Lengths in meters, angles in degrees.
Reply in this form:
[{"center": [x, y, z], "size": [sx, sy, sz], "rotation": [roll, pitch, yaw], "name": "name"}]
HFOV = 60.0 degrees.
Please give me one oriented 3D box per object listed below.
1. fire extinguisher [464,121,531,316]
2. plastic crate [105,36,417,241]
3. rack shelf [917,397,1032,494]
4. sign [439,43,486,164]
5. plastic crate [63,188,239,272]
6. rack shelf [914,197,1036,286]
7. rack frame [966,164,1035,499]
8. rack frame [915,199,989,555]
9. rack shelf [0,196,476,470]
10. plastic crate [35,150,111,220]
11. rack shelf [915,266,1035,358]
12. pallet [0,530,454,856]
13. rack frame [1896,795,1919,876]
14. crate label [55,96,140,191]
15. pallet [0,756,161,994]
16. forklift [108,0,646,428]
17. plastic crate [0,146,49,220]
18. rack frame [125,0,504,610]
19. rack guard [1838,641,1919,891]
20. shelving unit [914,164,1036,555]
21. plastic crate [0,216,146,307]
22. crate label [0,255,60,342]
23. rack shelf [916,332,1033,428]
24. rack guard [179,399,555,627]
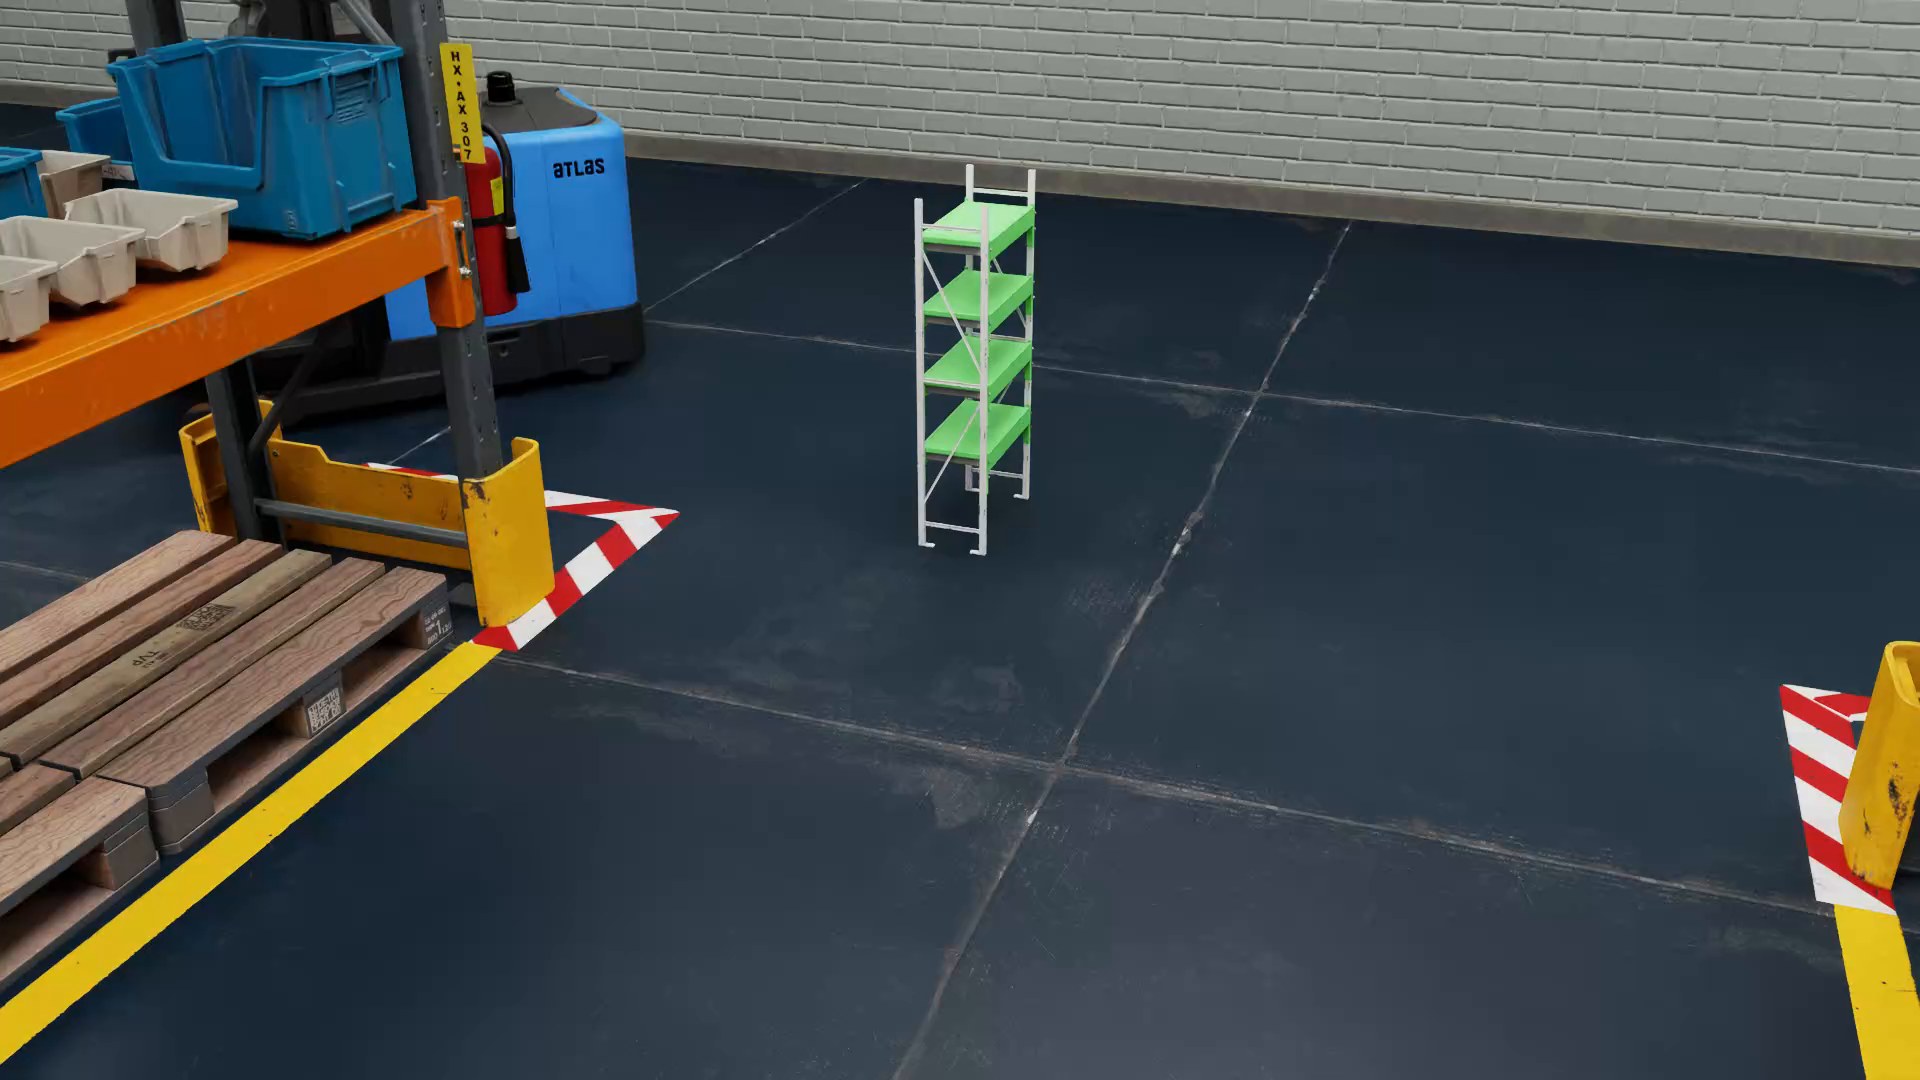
[{"center": [-1.429, -1.006, 4.903], "size": [0.296, 0.674, 0.183], "rotation": [9, 27, 17], "name": "fire extinguisher"}, {"center": [-1.843, -1.091, 4.452], "size": [0.616, 0.435, 0.499], "rotation": [9, 27, 17], "name": "plastic crate"}, {"center": [0.055, -0.335, 5.761], "size": [0.258, 0.148, 0.480], "rotation": [9, 27, 17], "name": "rack shelf"}, {"center": [-1.384, -1.213, 4.626], "size": [0.100, 0.325, 0.005], "rotation": [9, 27, 17], "name": "sign"}, {"center": [-2.008, -0.760, 4.111], "size": [0.396, 0.136, 0.243], "rotation": [9, 27, 17], "name": "plastic crate"}, {"center": [0.055, -0.983, 5.448], "size": [0.258, 0.148, 0.480], "rotation": [9, 27, 17], "name": "rack shelf"}, {"center": [0.136, -0.708, 5.836], "size": [0.240, 1.200, 0.015], "rotation": [9, 27, 17], "name": "rack frame"}, {"center": [-0.026, -0.508, 5.422], "size": [0.240, 1.200, 0.015], "rotation": [9, 27, 17], "name": "rack frame"}, {"center": [-2.573, -0.067, 3.272], "size": [1.077, 0.370, 4.000], "rotation": [9, 27, 17], "name": "rack shelf"}, {"center": [-2.485, -0.948, 4.499], "size": [0.250, 0.136, 0.298], "rotation": [9, 27, 17], "name": "plastic crate"}, {"center": [0.055, -0.767, 5.552], "size": [0.258, 0.148, 0.480], "rotation": [9, 27, 17], "name": "rack shelf"}, {"center": [-2.219, 0.376, 4.732], "size": [1.003, 0.211, 1.213], "rotation": [9, 27, 17], "name": "pallet"}, {"center": [2.763, -0.495, 3.329], "size": [1.000, 3.000, 0.127], "rotation": [9, 27, 17], "name": "rack frame"}, {"center": [-2.300, -1.111, 4.725], "size": [0.416, 0.233, 0.303], "rotation": [9, 27, 17], "name": "crate label"}, {"center": [-2.626, 0.875, 3.700], "size": [1.003, 0.211, 1.213], "rotation": [9, 27, 17], "name": "pallet"}, {"center": [-2.924, -1.947, 6.407], "size": [3.031, 2.935, 1.130], "rotation": [-13, 29, -24], "name": "forklift"}, {"center": [-2.519, -0.840, 4.166], "size": [0.416, 0.233, 0.300], "rotation": [9, 27, 17], "name": "plastic crate"}, {"center": [-1.908, -1.213, 4.813], "size": [1.000, 3.000, 0.127], "rotation": [9, 27, 17], "name": "rack frame"}, {"center": [2.771, 0.621, 3.894], "size": [1.175, 0.500, 0.348], "rotation": [9, 27, 17], "name": "rack guard"}, {"center": [0.055, -0.608, 5.629], "size": [0.258, 1.200, 0.503], "rotation": [9, 27, 17], "name": "shelving unit"}, {"center": [-2.118, -0.643, 3.869], "size": [0.396, 0.136, 0.243], "rotation": [9, 27, 17], "name": "plastic crate"}, {"center": [-2.188, -0.525, 3.625], "size": [0.396, 0.136, 0.243], "rotation": [9, 27, 17], "name": "crate label"}, {"center": [0.055, -0.551, 5.657], "size": [0.258, 0.148, 0.480], "rotation": [9, 27, 17], "name": "rack shelf"}, {"center": [-1.912, -0.099, 5.382], "size": [1.175, 0.500, 0.348], "rotation": [9, 27, 17], "name": "rack guard"}]
